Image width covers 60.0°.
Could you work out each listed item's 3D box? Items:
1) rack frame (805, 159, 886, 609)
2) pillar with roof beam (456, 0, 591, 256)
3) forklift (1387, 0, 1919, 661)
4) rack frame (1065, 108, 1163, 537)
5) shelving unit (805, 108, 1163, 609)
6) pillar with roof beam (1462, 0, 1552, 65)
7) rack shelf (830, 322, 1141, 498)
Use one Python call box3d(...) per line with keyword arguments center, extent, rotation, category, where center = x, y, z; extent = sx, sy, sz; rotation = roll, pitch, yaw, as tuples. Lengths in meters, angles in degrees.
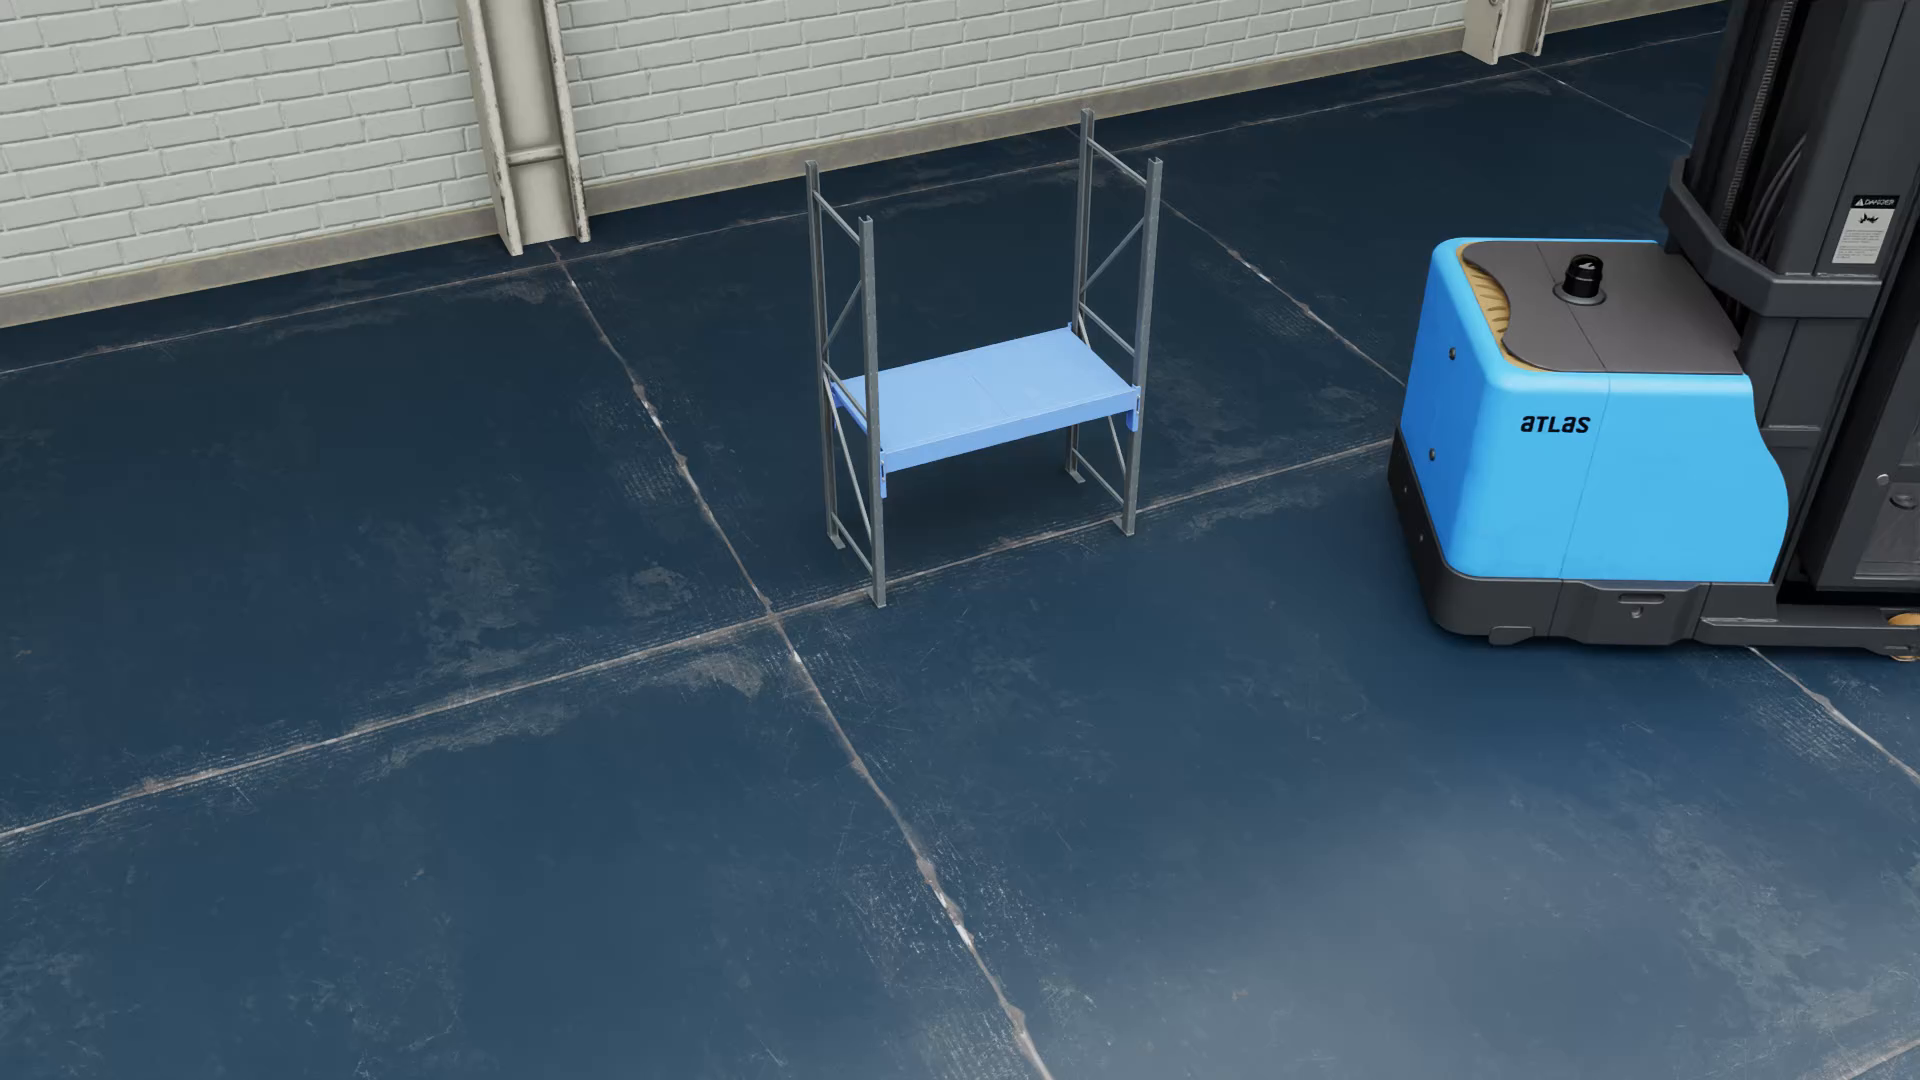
box3d(center=(-0.383, -0.495, 5.659), extent=(0.032, 1.500, 0.500), rotation=(-16, 39, -20), category="rack frame")
box3d(center=(-0.245, -2.813, 2.488), extent=(0.400, 9.000, 9.100), rotation=(-16, 39, -20), category="pillar with roof beam")
box3d(center=(3.160, -1.082, 5.249), extent=(3.031, 2.935, 1.130), rotation=(1, 37, 1), category="forklift")
box3d(center=(0.537, -0.753, 6.006), extent=(0.032, 1.500, 0.500), rotation=(-16, 39, -20), category="rack frame")
box3d(center=(0.077, -0.624, 5.832), extent=(1.048, 1.500, 0.538), rotation=(-16, 39, -20), category="shelving unit")
box3d(center=(5.186, -4.331, 4.536), extent=(0.400, 9.000, 9.100), rotation=(-16, 39, -20), category="pillar with roof beam")
box3d(center=(0.077, -0.480, 5.939), extent=(1.000, 0.185, 0.538), rotation=(-16, 39, -20), category="rack shelf")
